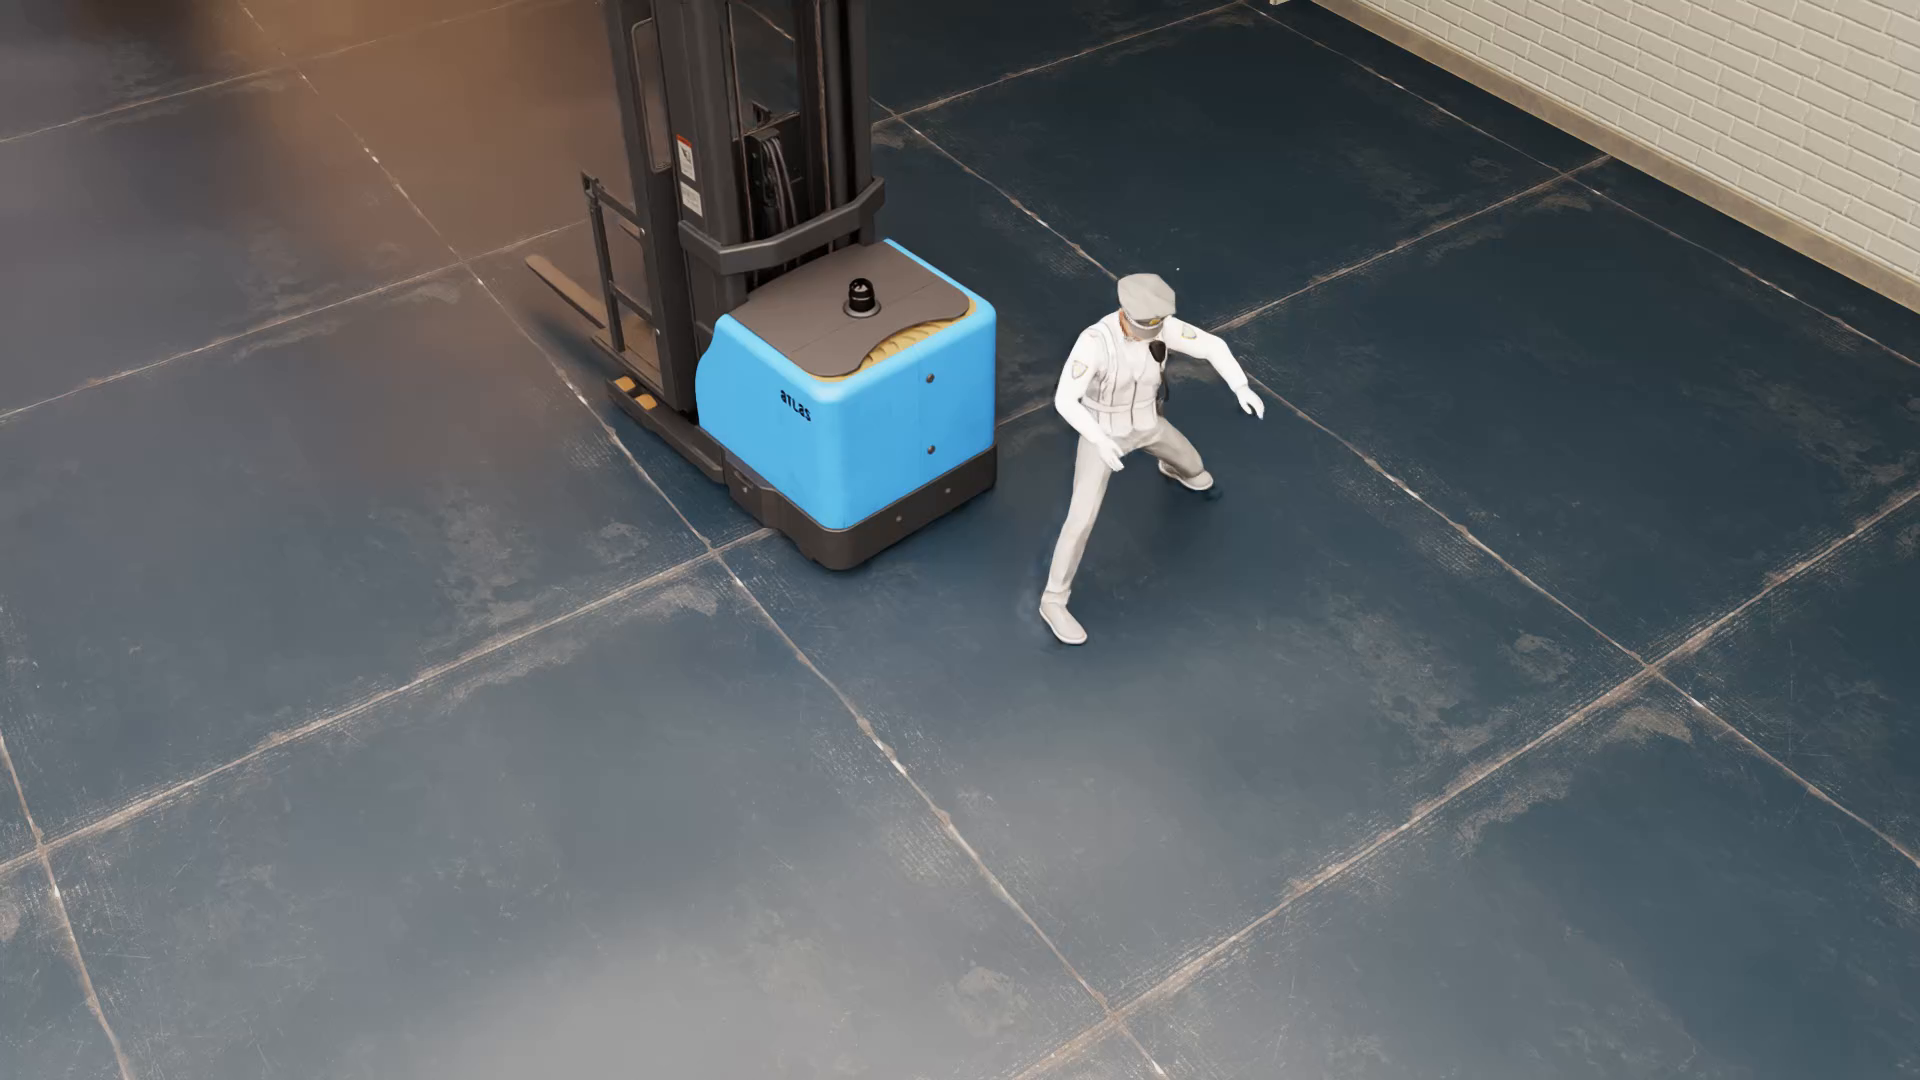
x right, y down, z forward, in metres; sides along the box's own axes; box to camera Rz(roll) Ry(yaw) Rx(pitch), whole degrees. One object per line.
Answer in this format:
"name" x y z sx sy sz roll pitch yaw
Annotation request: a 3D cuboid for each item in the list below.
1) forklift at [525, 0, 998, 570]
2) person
"forklift" -1.172 -1.861 7.735 1.130 2.935 3.031 -31 51 -29
"person" 0.816 -0.478 7.315 1.176 1.481 0.910 -16 45 -17
